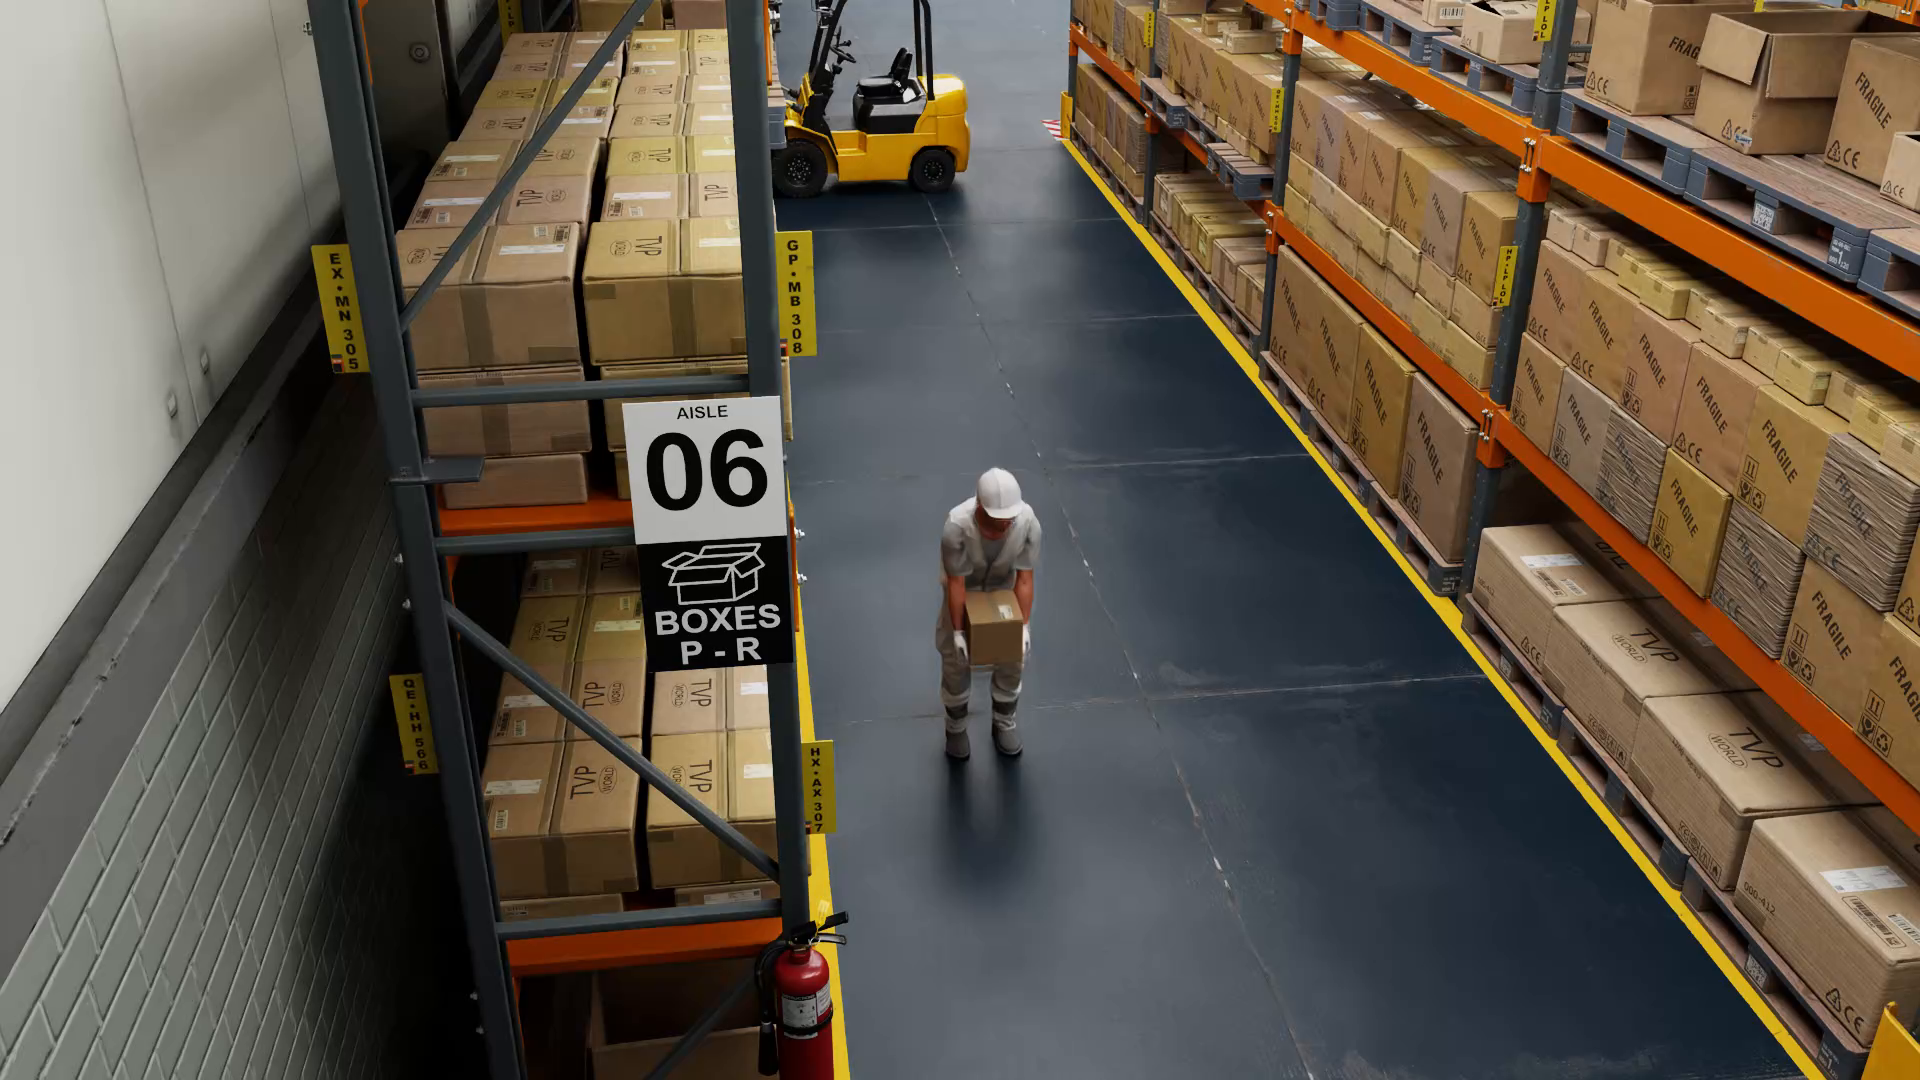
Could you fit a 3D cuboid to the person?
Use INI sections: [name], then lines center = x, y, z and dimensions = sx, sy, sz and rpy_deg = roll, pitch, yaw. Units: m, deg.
[person]
center = 0.137, 0.348, 8.035
dimensions = 0.488, 1.669, 0.690
rpy_deg = -4, 27, -8
